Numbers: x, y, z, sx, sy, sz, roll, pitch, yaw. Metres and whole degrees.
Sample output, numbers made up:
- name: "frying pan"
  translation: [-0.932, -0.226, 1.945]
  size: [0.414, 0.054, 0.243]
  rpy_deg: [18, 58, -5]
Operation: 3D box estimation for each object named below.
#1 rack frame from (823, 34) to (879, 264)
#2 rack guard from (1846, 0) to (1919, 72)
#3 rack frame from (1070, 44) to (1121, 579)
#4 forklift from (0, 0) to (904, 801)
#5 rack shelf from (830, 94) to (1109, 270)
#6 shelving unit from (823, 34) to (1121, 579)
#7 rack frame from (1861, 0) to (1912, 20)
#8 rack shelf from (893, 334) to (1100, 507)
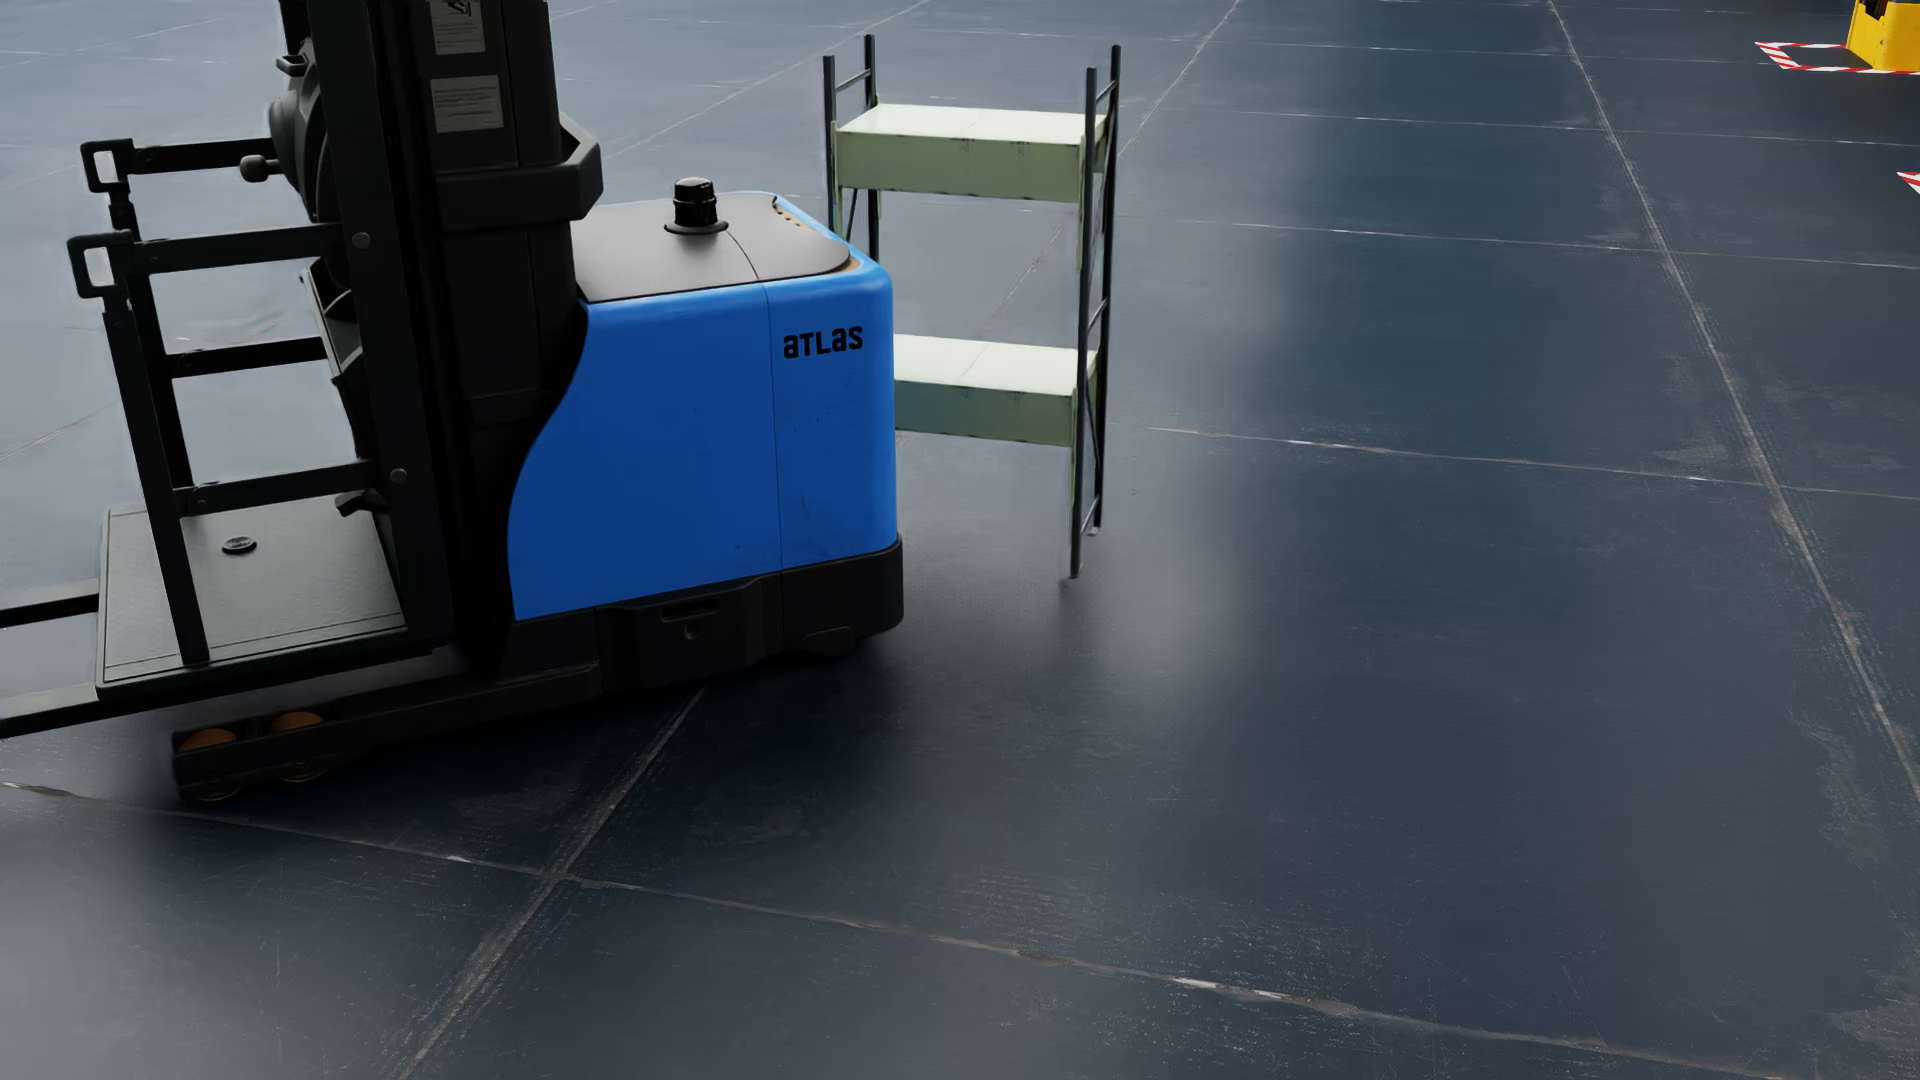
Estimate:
- name: "rack frame"
  translation: [-0.313, -0.726, 5.030]
  size: [0.023, 1.500, 0.400]
  rpy_deg: [7, 26, 14]
- name: "rack guard"
  translation: [7.423, -4.093, 13.265]
  size: [0.348, 0.500, 1.175]
  rpy_deg: [6, 26, 13]
- name: "rack frame"
  translation: [0.394, -0.644, 4.859]
  size: [0.023, 1.500, 0.400]
  rpy_deg: [7, 26, 14]
- name: "forklift"
  translation: [-1.720, -0.962, 3.861]
  size: [3.031, 2.935, 1.130]
  rpy_deg: [-11, 28, -22]
- name: "rack shelf"
  translation: [0.041, -1.037, 4.777]
  size: [0.720, 0.370, 0.431]
  rpy_deg: [7, 26, 14]
- name: "shelving unit"
  translation: [0.041, -0.685, 4.944]
  size: [0.755, 1.500, 0.431]
  rpy_deg: [7, 26, 14]
- name: "rack frame"
  translation: [7.349, -5.230, 12.745]
  size: [0.127, 3.000, 1.000]
  rpy_deg: [6, 26, 13]
- name: "rack shelf"
  translation: [0.041, -0.391, 5.084]
  size: [0.720, 0.370, 0.431]
  rpy_deg: [7, 26, 14]
